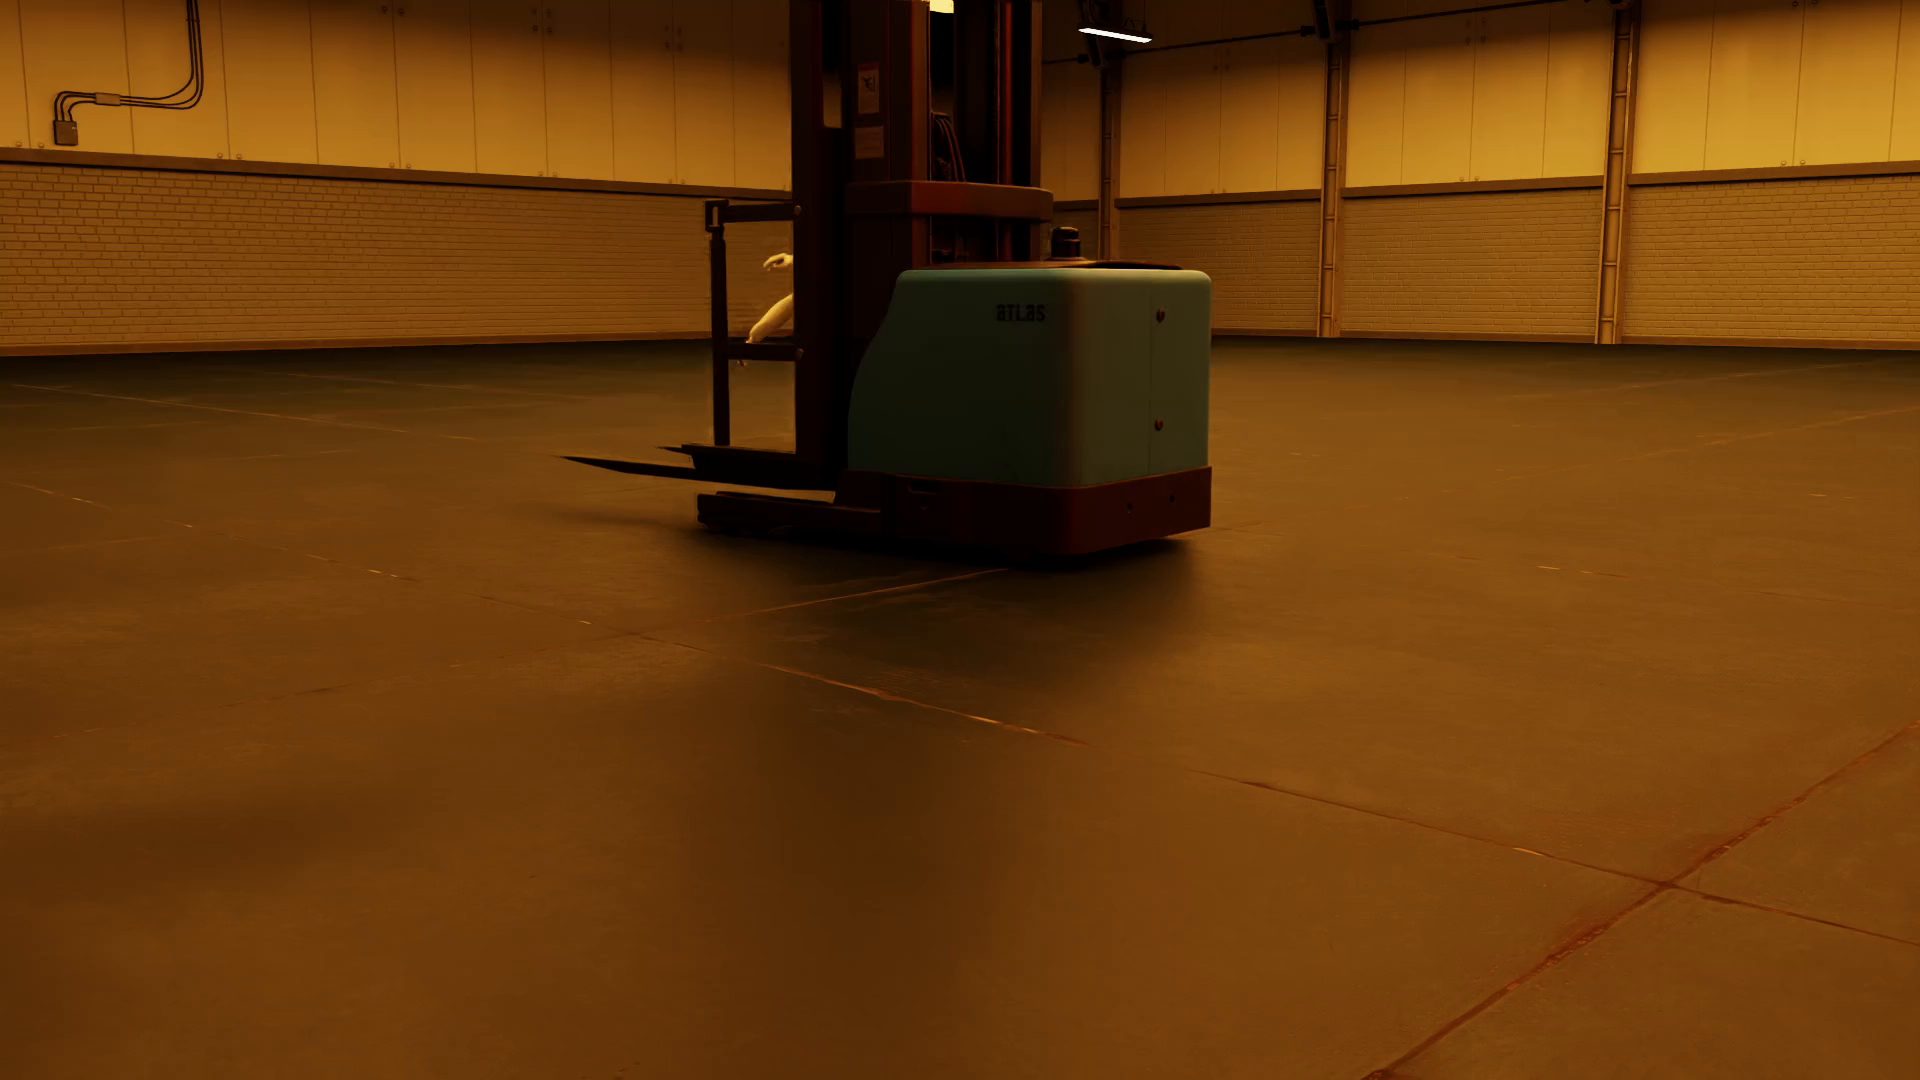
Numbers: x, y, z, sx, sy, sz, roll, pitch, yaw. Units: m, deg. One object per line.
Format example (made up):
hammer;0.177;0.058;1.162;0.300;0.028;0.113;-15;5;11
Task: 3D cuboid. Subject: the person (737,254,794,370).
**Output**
person;-0.725;-0.945;8.145;0.743;1.411;0.886;-1;9;-9

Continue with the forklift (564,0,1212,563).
forklift;-0.472;-1.519;6.963;3.031;2.935;1.130;7;11;38
